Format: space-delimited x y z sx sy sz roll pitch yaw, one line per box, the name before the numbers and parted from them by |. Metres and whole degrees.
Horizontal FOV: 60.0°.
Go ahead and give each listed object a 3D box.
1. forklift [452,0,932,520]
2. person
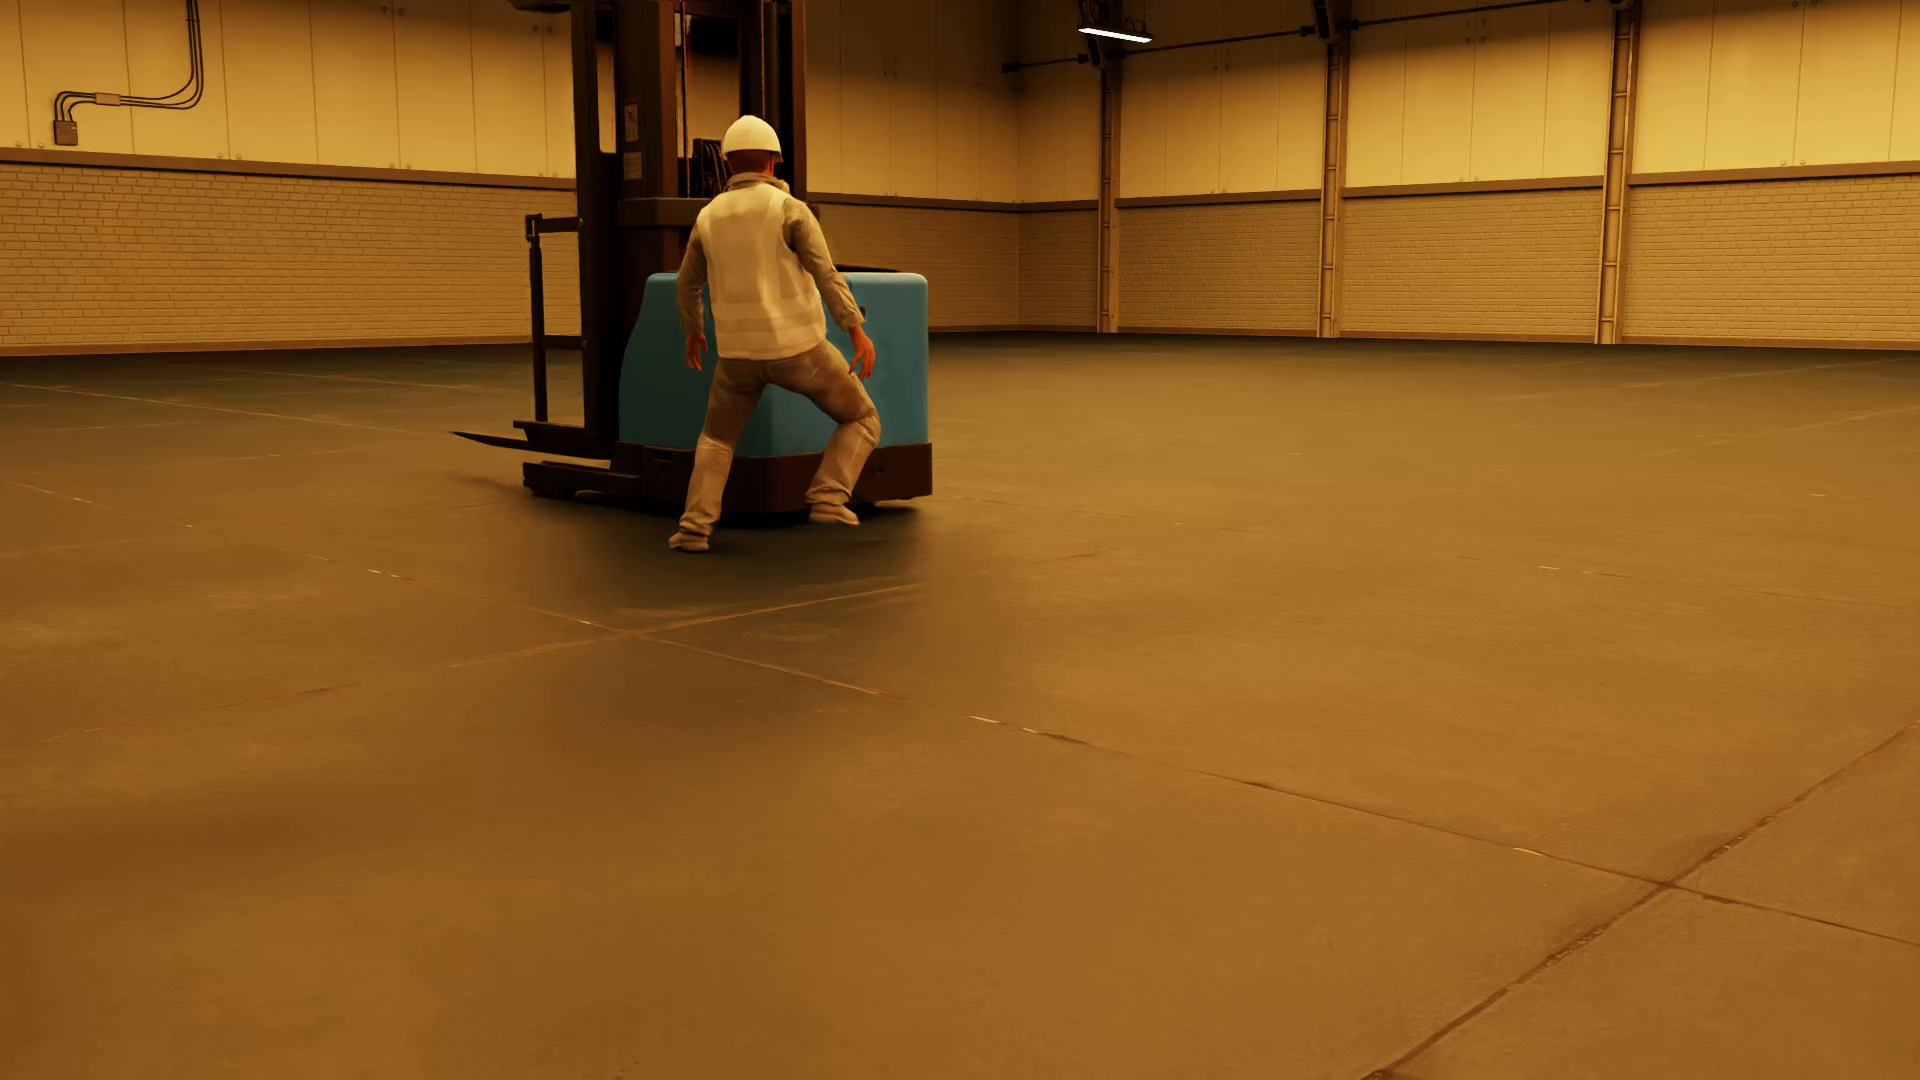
forklift | -1.513 -1.698 8.149 1.130 2.935 3.031 -8 12 -43
person | -0.727 -0.787 6.446 0.916 1.667 0.594 4 9 25
